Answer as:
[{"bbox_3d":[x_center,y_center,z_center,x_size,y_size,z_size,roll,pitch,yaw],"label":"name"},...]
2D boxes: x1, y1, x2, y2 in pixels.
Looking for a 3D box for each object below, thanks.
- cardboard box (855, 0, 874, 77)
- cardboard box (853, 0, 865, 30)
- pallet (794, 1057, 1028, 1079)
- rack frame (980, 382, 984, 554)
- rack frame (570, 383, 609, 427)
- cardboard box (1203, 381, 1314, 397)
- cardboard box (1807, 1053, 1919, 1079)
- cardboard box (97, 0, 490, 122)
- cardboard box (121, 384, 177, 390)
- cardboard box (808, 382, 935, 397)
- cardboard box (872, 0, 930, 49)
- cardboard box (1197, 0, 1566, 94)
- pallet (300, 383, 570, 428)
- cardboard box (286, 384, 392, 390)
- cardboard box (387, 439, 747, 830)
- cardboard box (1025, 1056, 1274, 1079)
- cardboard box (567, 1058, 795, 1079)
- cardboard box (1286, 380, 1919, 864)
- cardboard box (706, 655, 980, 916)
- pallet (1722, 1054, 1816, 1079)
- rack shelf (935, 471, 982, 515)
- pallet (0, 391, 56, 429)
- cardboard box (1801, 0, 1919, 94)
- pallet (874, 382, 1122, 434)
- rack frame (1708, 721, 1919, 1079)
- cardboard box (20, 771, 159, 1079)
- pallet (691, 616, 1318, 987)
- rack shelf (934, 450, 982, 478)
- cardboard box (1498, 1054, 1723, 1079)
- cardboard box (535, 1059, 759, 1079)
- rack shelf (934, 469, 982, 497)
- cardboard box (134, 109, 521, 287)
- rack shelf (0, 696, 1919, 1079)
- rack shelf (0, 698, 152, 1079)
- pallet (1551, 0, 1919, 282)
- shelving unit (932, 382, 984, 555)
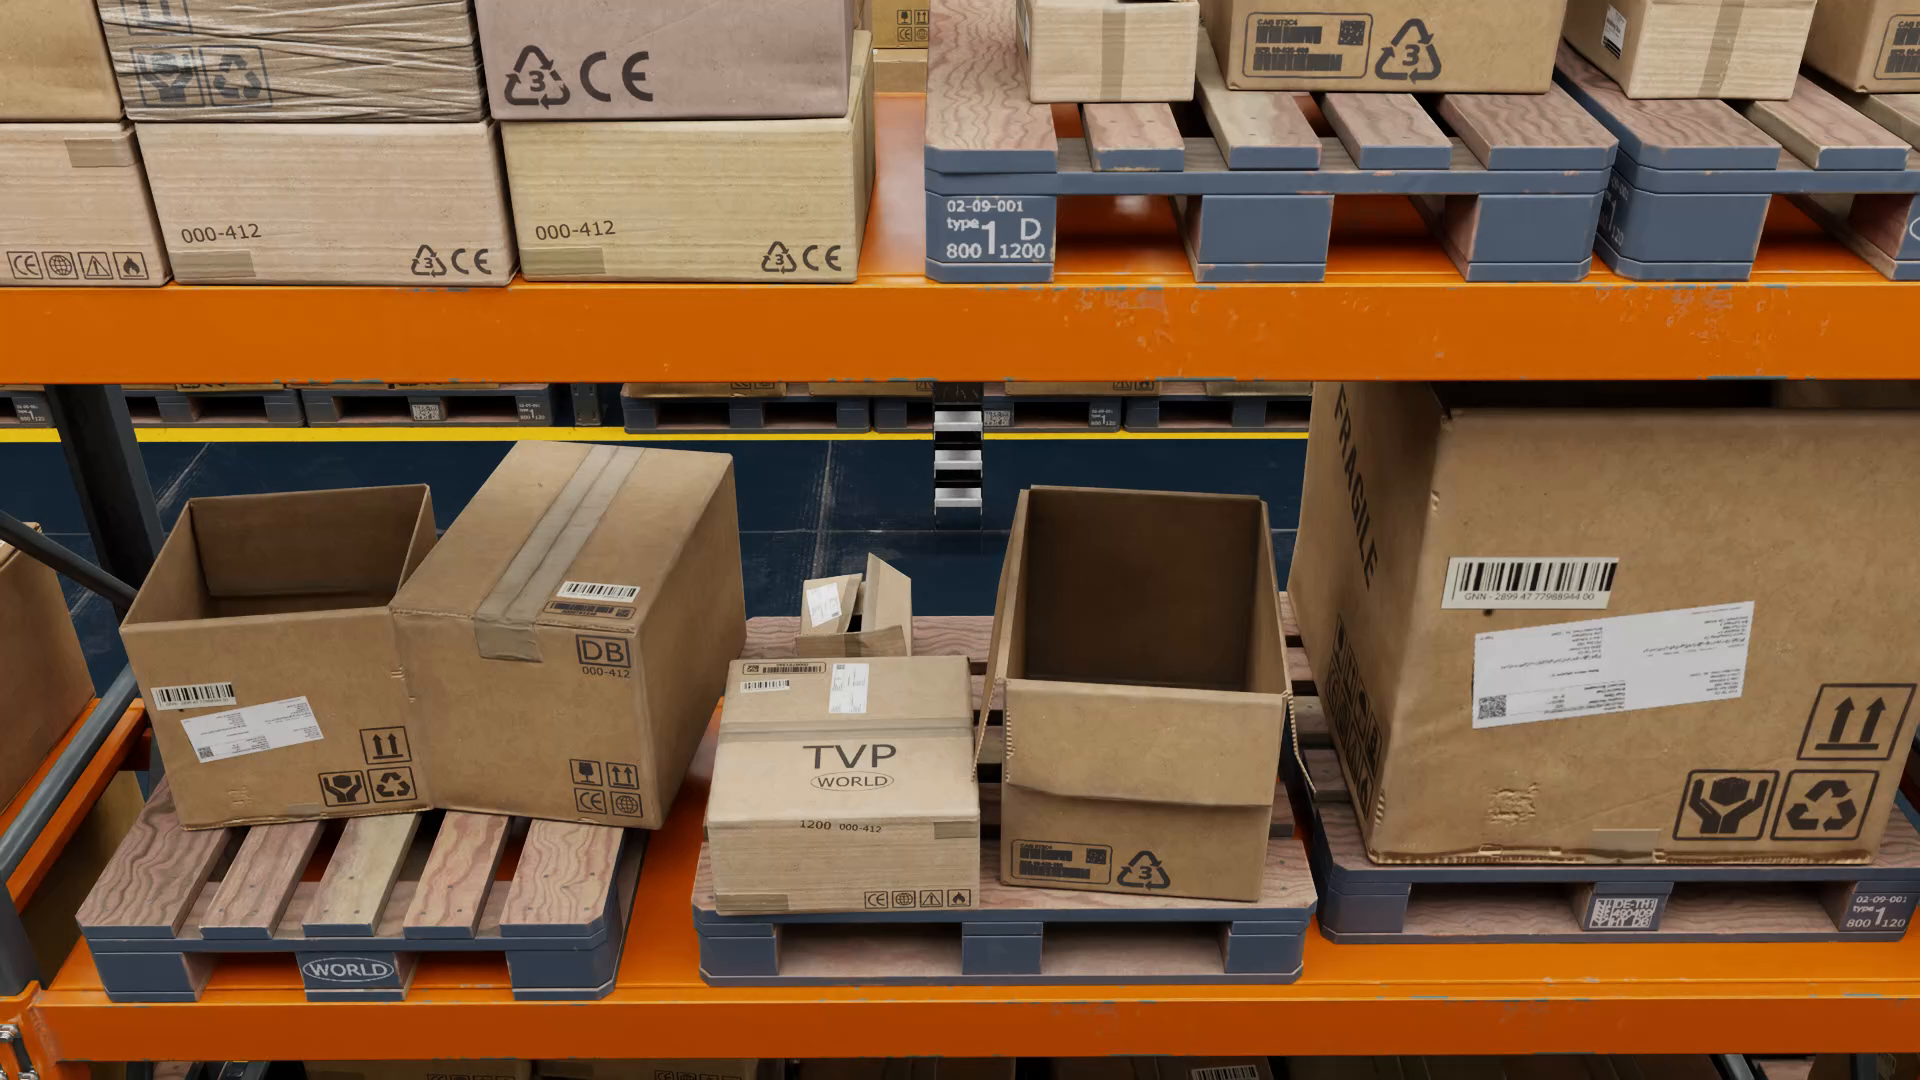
[{"bbox_3d":[-0.427,-0.877,3.057,0.500,0.250,0.500,1,31,1],"label":"cardboard box"},{"bbox_3d":[-0.415,-1.193,2.854,0.500,0.500,0.500,0,31,1],"label":"cardboard box"},{"bbox_3d":[0.100,1.667,4.300,1.213,0.211,1.003,0,31,0],"label":"pallet"},{"bbox_3d":[0.094,-0.385,7.017,0.006,0.900,0.240,0,31,0],"label":"rack frame"},{"bbox_3d":[-1.828,-2.095,7.811,0.127,3.000,1.000,0,31,0],"label":"rack frame"},{"bbox_3d":[1.552,-1.276,8.226,0.750,0.750,1.050,0,31,-1],"label":"cardboard box"},{"bbox_3d":[2.501,1.375,4.098,0.500,0.500,0.500,-1,31,-2],"label":"cardboard box"},{"bbox_3d":[-0.920,-0.928,2.418,0.500,0.500,0.500,0,31,0],"label":"cardboard box"},{"bbox_3d":[-4.034,-1.069,8.125,0.500,0.500,0.500,0,31,1],"label":"cardboard box"},{"bbox_3d":[-0.344,-1.272,8.219,0.750,0.750,1.050,0,31,0],"label":"cardboard box"},{"bbox_3d":[-0.360,-2.566,7.527,0.500,0.500,0.700,-1,31,-1],"label":"cardboard box"},{"bbox_3d":[0.688,-1.087,2.753,0.637,0.503,0.797,1,31,2],"label":"cardboard box"},{"bbox_3d":[-2.609,-0.901,8.531,1.213,0.211,1.003,0,31,0],"label":"pallet"},{"bbox_3d":[-3.003,-1.068,8.124,0.500,0.500,0.500,1,31,2],"label":"cardboard box"},{"bbox_3d":[-0.801,0.180,3.560,0.500,0.500,0.700,4,32,7],"label":"cardboard box"},{"bbox_3d":[0.451,1.331,4.150,0.500,0.500,0.700,-3,31,-5],"label":"cardboard box"},{"bbox_3d":[-0.674,1.338,4.138,0.500,0.500,0.700,-3,31,-4],"label":"cardboard box"},{"bbox_3d":[1.306,-0.040,3.441,1.000,1.000,1.000,0,31,0],"label":"cardboard box"},{"bbox_3d":[-0.221,0.477,3.312,0.500,0.250,0.500,-1,31,-2],"label":"cardboard box"},{"bbox_3d":[2.773,1.638,4.347,1.213,0.211,1.003,0,31,0],"label":"pallet"},{"bbox_3d":[-0.008,-0.202,7.127,0.200,0.077,0.258,0,31,0],"label":"rack shelf"},{"bbox_3d":[-5.049,-0.893,8.519,1.213,0.211,1.003,0,31,0],"label":"pallet"},{"bbox_3d":[1.631,-1.090,2.759,0.637,0.503,0.797,-2,31,-3],"label":"cardboard box"},{"bbox_3d":[0.178,-0.868,8.477,1.213,0.211,1.003,0,31,0],"label":"pallet"},{"bbox_3d":[2.101,0.466,3.590,0.127,3.000,1.000,0,31,0],"label":"rack frame"},{"bbox_3d":[-2.589,1.199,4.026,0.875,0.875,1.225,-2,31,-3],"label":"cardboard box"},{"bbox_3d":[0.081,0.533,3.665,1.213,0.211,1.003,0,31,0],"label":"pallet"},{"bbox_3d":[-0.008,-0.356,7.034,0.200,0.077,0.258,0,31,0],"label":"rack shelf"},{"bbox_3d":[1.487,1.337,4.140,0.500,0.500,0.700,-2,31,-4],"label":"cardboard box"},{"bbox_3d":[-0.699,1.014,3.950,0.500,0.250,0.500,3,31,5],"label":"cardboard box"},{"bbox_3d":[-0.008,-0.279,7.081,0.200,0.077,0.258,0,31,0],"label":"rack shelf"},{"bbox_3d":[-0.914,-0.611,2.618,0.500,0.250,0.500,1,31,1],"label":"cardboard box"},{"bbox_3d":[0.101,0.780,3.767,4.000,0.370,1.077,0,31,0],"label":"rack shelf"},{"bbox_3d":[-3.899,0.792,3.746,4.000,0.370,1.077,0,31,0],"label":"rack shelf"},{"bbox_3d":[1.483,-0.789,2.949,1.003,0.211,1.213,0,31,0],"label":"pallet"},{"bbox_3d":[-0.008,-0.385,7.017,0.210,0.900,0.258,0,31,0],"label":"shelving unit"}]
